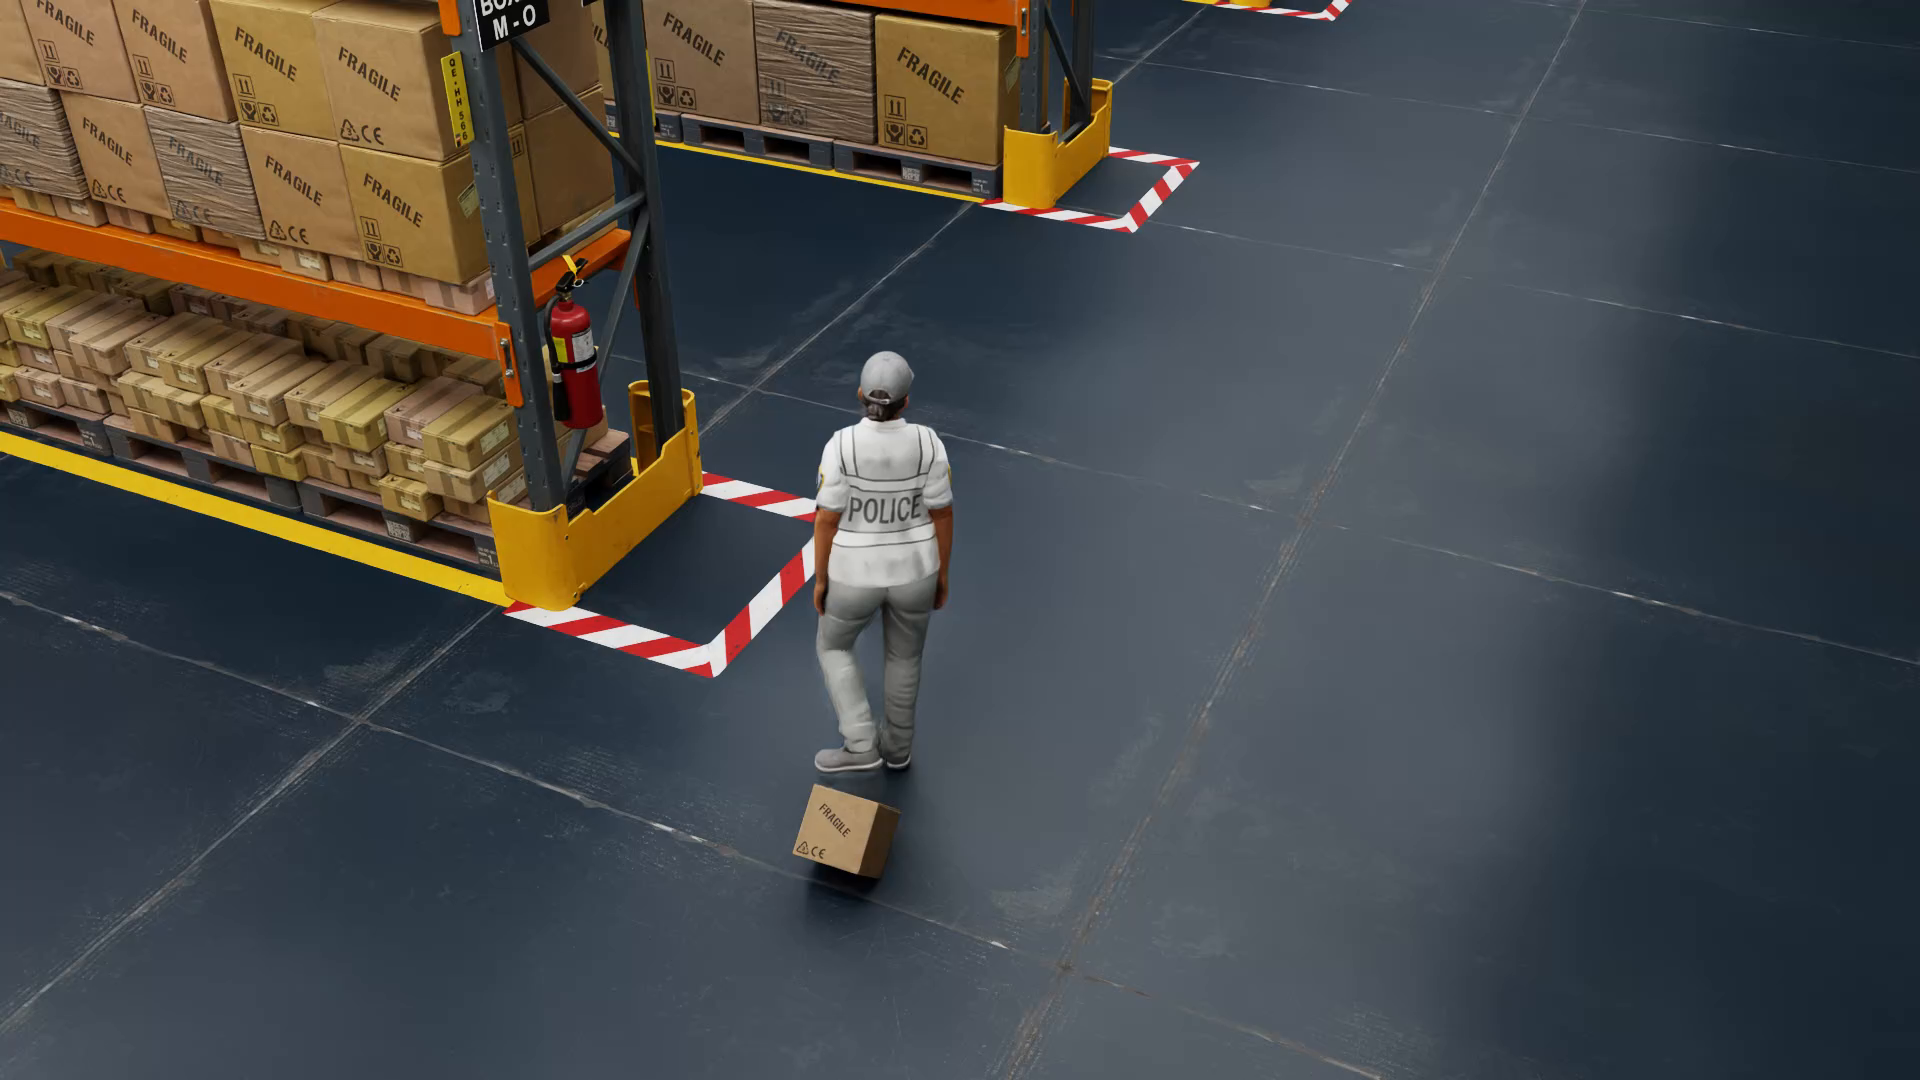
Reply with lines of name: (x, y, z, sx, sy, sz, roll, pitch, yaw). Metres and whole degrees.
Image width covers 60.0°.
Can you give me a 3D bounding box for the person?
person: (-0.291, 0.140, 5.931, 0.557, 1.657, 0.580, -7, 34, -10)
